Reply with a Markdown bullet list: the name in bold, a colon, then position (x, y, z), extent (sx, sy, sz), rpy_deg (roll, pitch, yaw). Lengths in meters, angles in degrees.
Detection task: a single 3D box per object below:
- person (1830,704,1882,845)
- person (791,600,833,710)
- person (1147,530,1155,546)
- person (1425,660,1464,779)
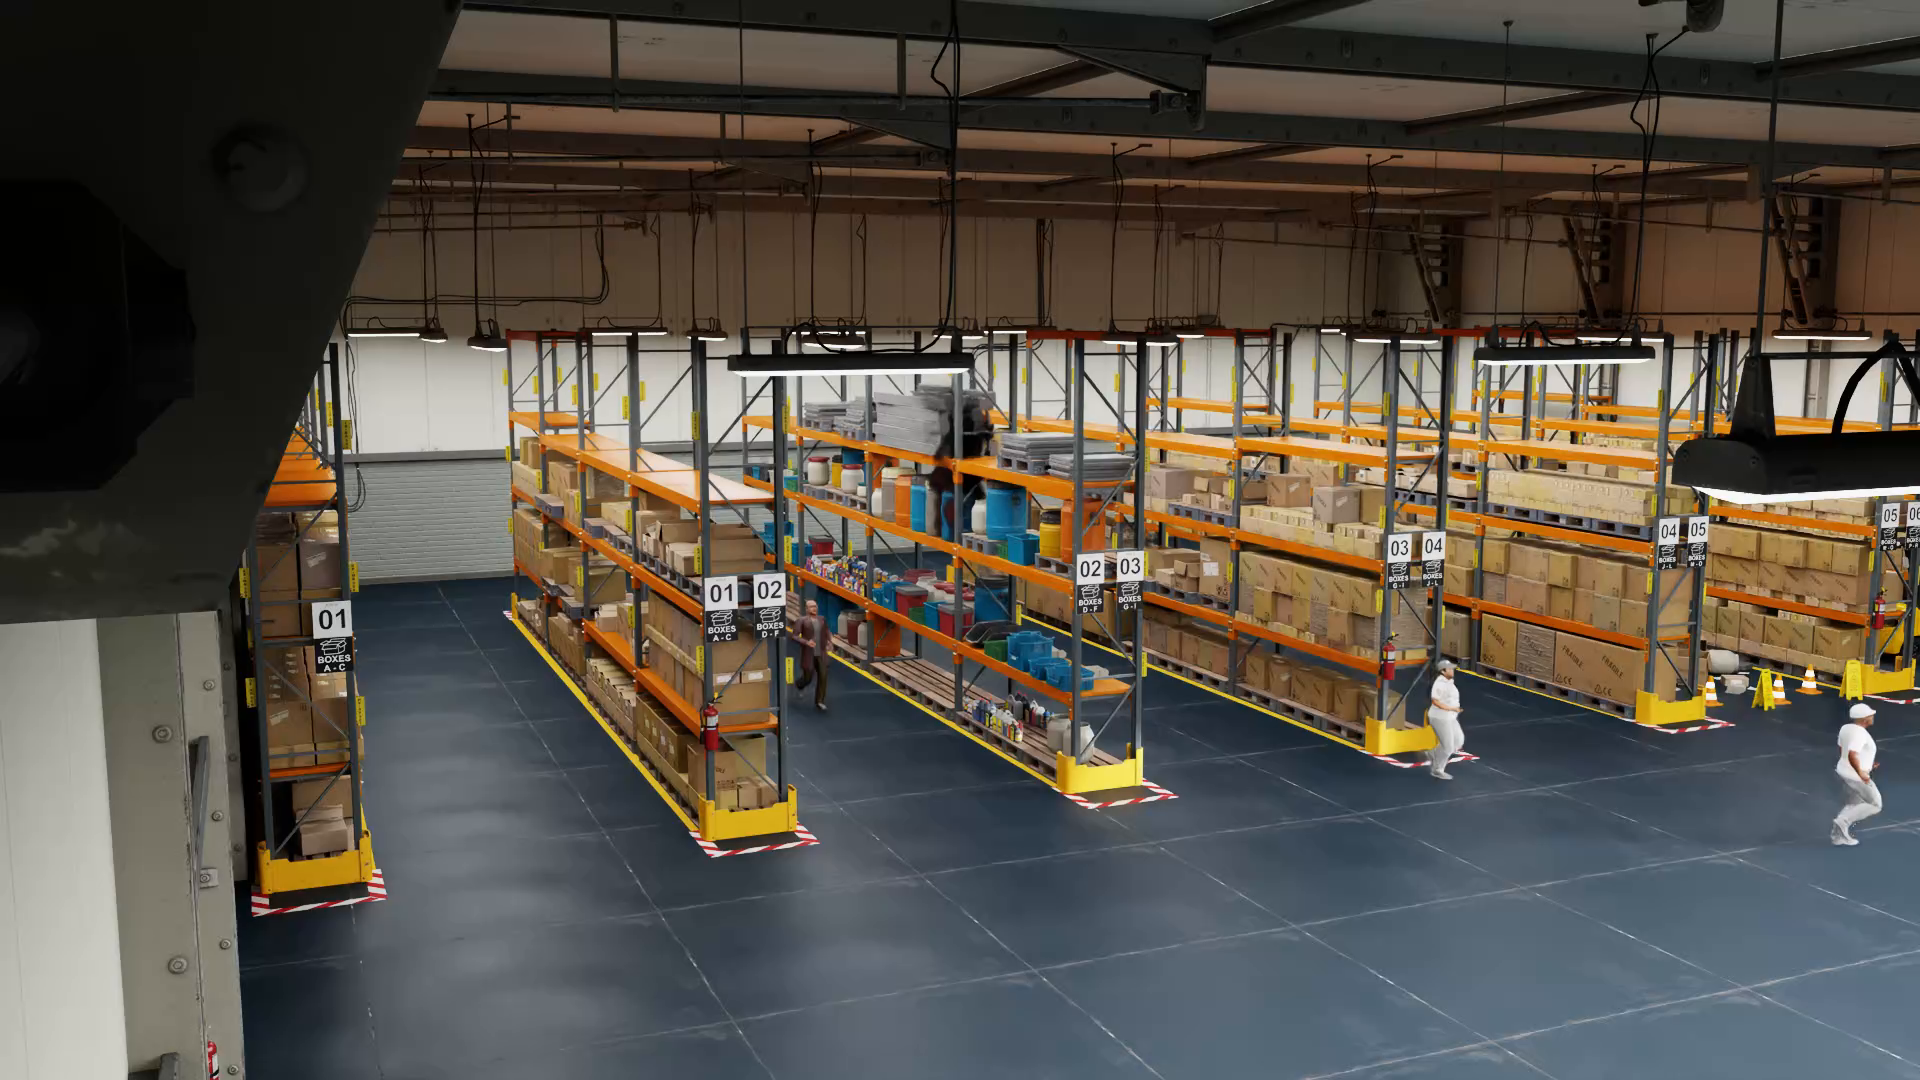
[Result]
- **person**: position (10.718, 2.796, 19.837), extent (0.576, 1.715, 0.640), rpy_deg (1, 8, 5)
- **person**: position (-2.355, 1.874, 26.778), extent (0.721, 1.662, 0.812), rpy_deg (-4, 9, -29)
- **person**: position (4.663, -0.239, 41.913), extent (0.933, 1.705, 0.698), rpy_deg (3, 8, 21)
- **person**: position (6.662, 2.453, 22.750), extent (0.523, 1.642, 0.635), rpy_deg (5, 9, 32)
